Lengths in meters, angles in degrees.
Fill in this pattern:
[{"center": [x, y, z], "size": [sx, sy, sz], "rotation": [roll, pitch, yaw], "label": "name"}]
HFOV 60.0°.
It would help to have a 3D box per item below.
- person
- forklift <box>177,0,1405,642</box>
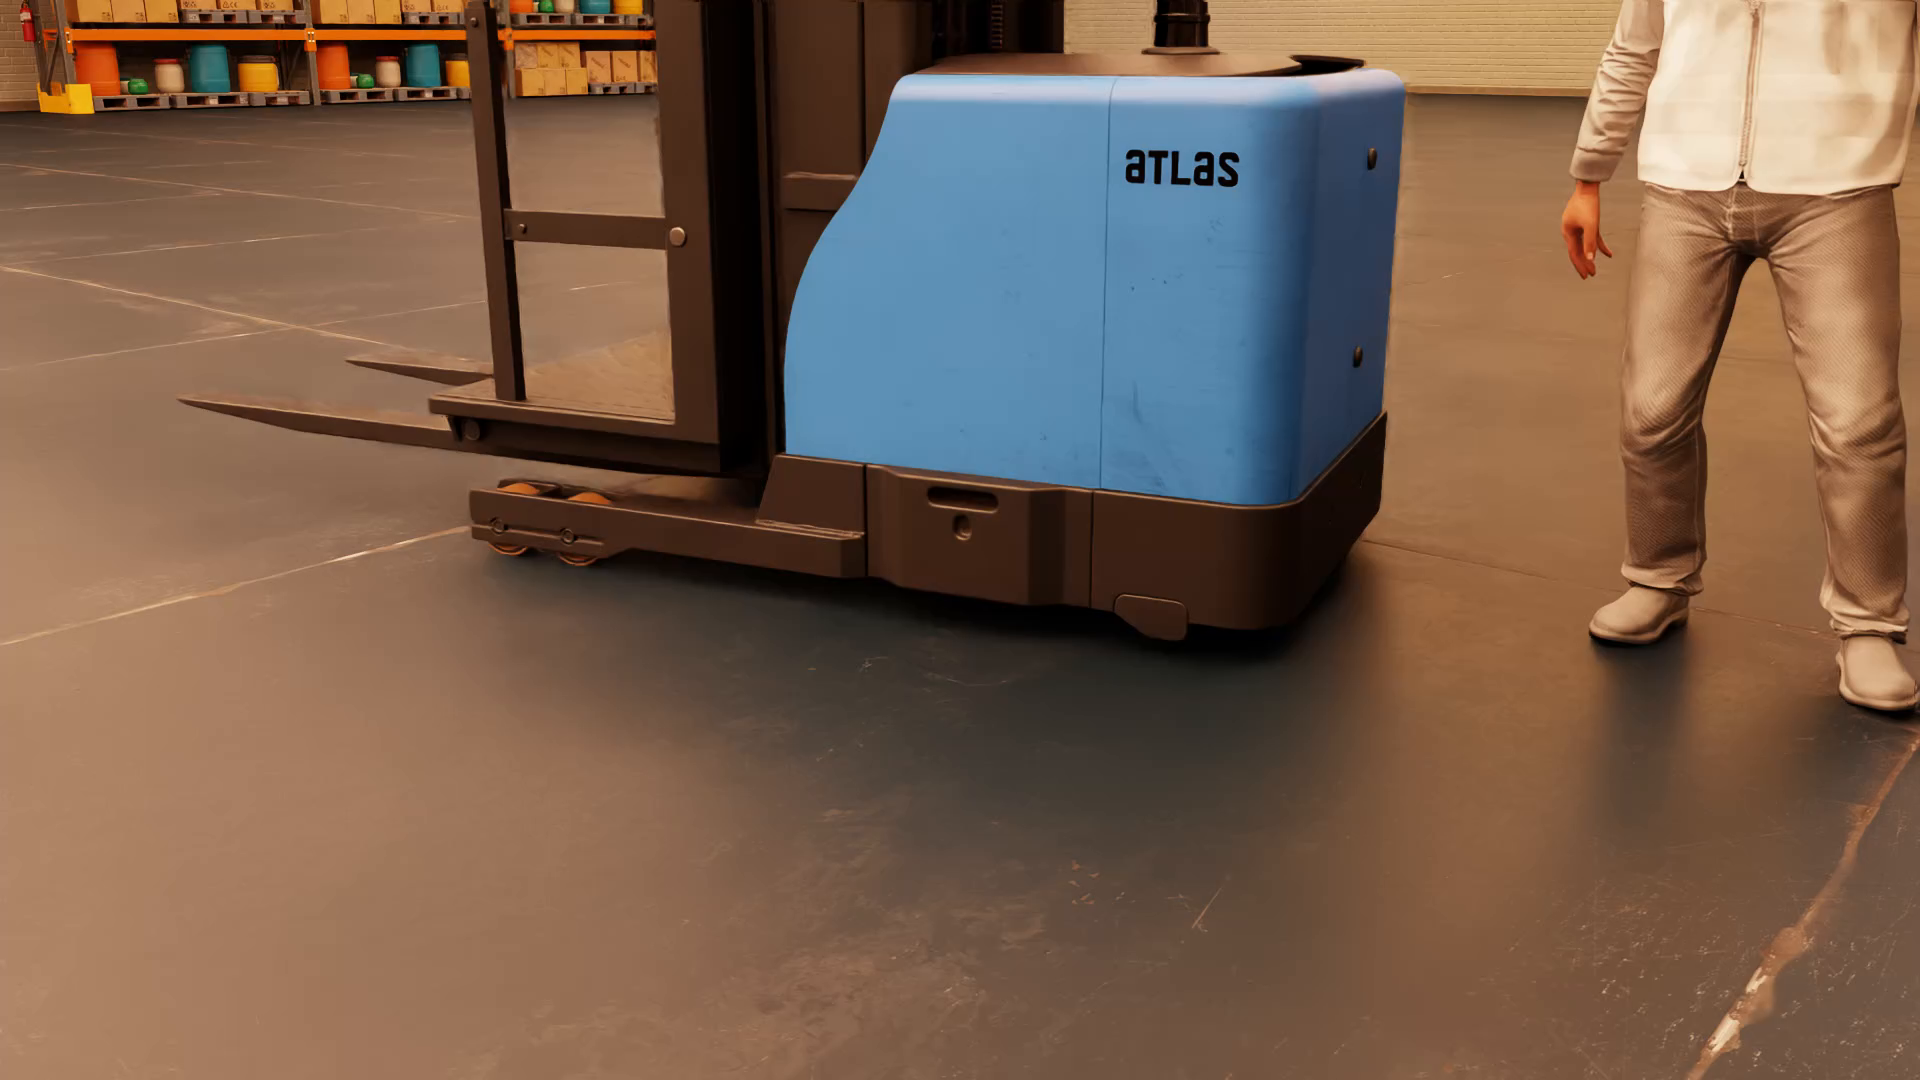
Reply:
[{"center": [1.463, -0.628, 3.001], "size": [0.756, 1.749, 0.418], "rotation": [12, 21, 35], "label": "person"}, {"center": [-0.565, -1.473, 3.747], "size": [3.031, 2.935, 1.130], "rotation": [7, 18, 23], "label": "forklift"}]
